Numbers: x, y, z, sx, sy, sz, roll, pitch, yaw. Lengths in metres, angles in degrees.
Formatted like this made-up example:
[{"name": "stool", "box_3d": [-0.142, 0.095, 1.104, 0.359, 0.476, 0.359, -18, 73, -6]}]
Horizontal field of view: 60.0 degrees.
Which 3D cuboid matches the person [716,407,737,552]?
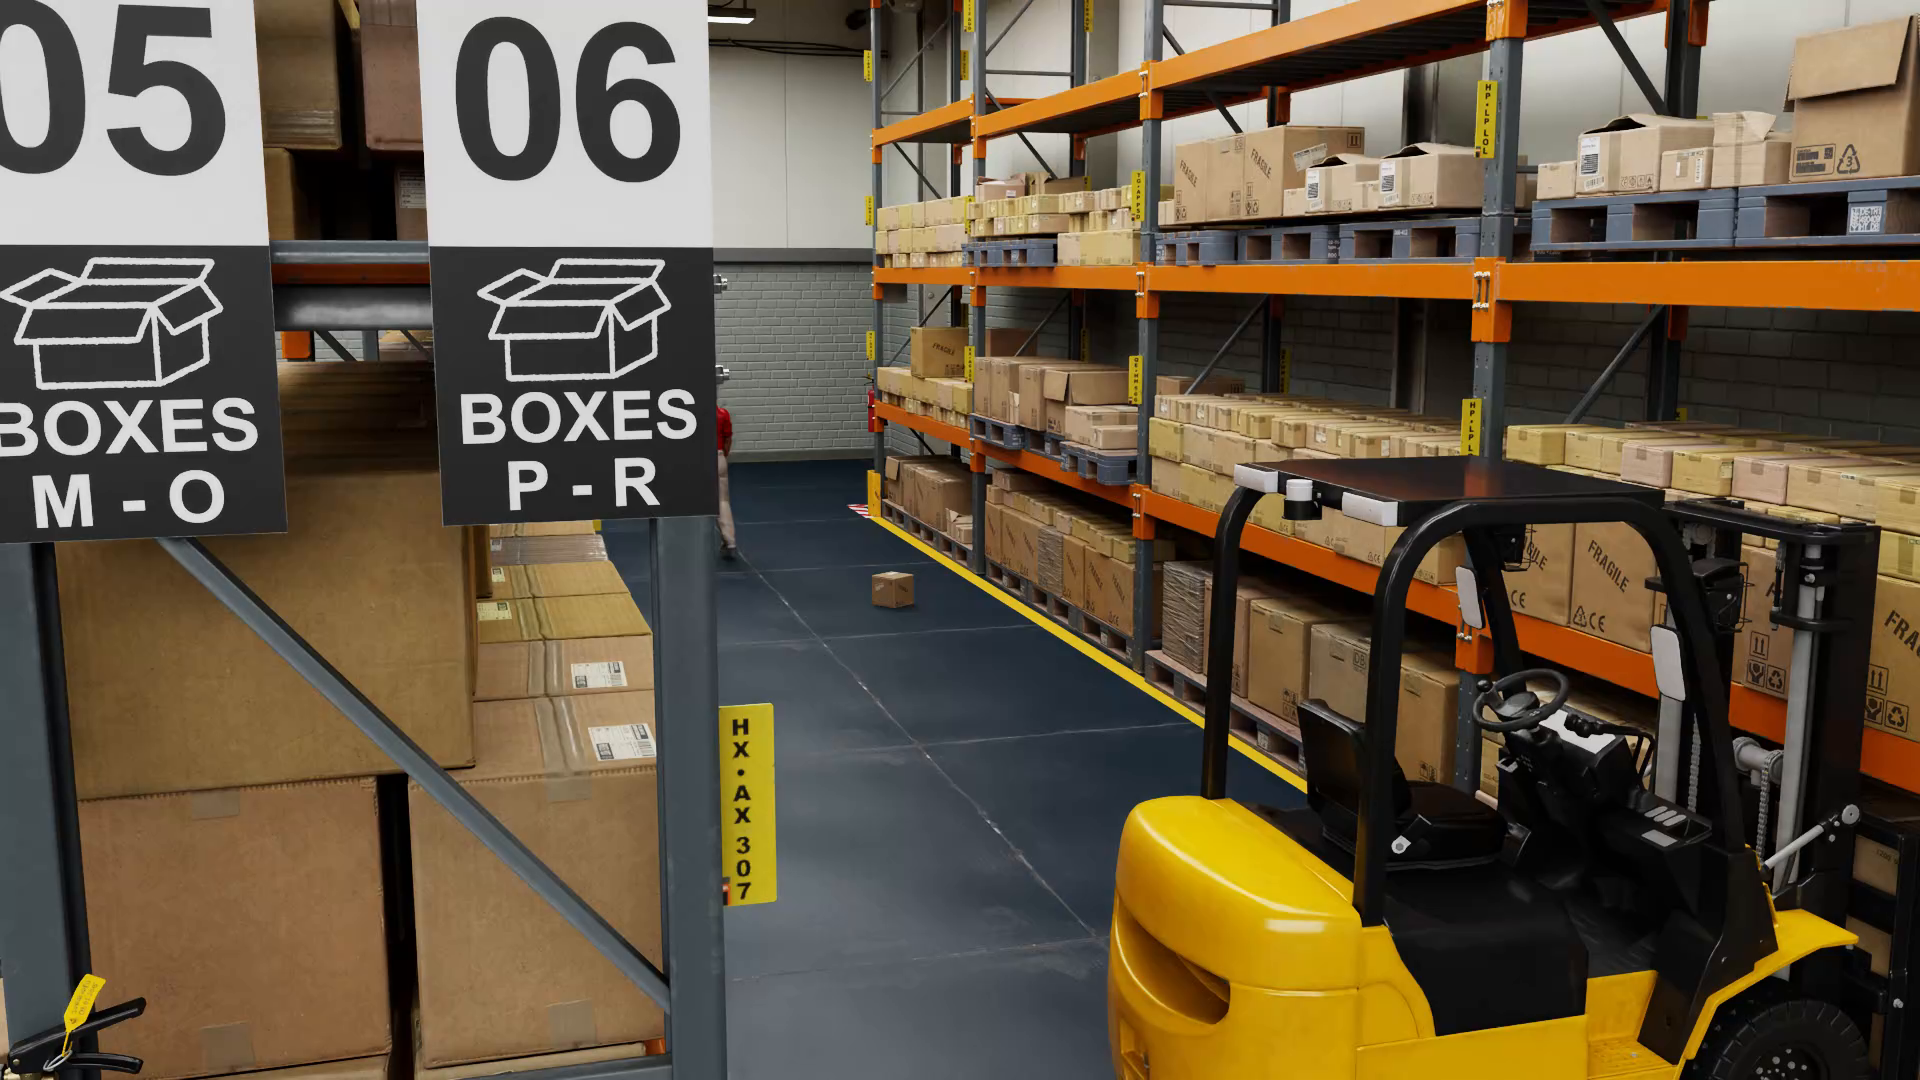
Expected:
[{"name": "person", "box_3d": [-2.506, -0.724, 16.399, 0.539, 1.672, 1.032, -5, 10, -28]}]
